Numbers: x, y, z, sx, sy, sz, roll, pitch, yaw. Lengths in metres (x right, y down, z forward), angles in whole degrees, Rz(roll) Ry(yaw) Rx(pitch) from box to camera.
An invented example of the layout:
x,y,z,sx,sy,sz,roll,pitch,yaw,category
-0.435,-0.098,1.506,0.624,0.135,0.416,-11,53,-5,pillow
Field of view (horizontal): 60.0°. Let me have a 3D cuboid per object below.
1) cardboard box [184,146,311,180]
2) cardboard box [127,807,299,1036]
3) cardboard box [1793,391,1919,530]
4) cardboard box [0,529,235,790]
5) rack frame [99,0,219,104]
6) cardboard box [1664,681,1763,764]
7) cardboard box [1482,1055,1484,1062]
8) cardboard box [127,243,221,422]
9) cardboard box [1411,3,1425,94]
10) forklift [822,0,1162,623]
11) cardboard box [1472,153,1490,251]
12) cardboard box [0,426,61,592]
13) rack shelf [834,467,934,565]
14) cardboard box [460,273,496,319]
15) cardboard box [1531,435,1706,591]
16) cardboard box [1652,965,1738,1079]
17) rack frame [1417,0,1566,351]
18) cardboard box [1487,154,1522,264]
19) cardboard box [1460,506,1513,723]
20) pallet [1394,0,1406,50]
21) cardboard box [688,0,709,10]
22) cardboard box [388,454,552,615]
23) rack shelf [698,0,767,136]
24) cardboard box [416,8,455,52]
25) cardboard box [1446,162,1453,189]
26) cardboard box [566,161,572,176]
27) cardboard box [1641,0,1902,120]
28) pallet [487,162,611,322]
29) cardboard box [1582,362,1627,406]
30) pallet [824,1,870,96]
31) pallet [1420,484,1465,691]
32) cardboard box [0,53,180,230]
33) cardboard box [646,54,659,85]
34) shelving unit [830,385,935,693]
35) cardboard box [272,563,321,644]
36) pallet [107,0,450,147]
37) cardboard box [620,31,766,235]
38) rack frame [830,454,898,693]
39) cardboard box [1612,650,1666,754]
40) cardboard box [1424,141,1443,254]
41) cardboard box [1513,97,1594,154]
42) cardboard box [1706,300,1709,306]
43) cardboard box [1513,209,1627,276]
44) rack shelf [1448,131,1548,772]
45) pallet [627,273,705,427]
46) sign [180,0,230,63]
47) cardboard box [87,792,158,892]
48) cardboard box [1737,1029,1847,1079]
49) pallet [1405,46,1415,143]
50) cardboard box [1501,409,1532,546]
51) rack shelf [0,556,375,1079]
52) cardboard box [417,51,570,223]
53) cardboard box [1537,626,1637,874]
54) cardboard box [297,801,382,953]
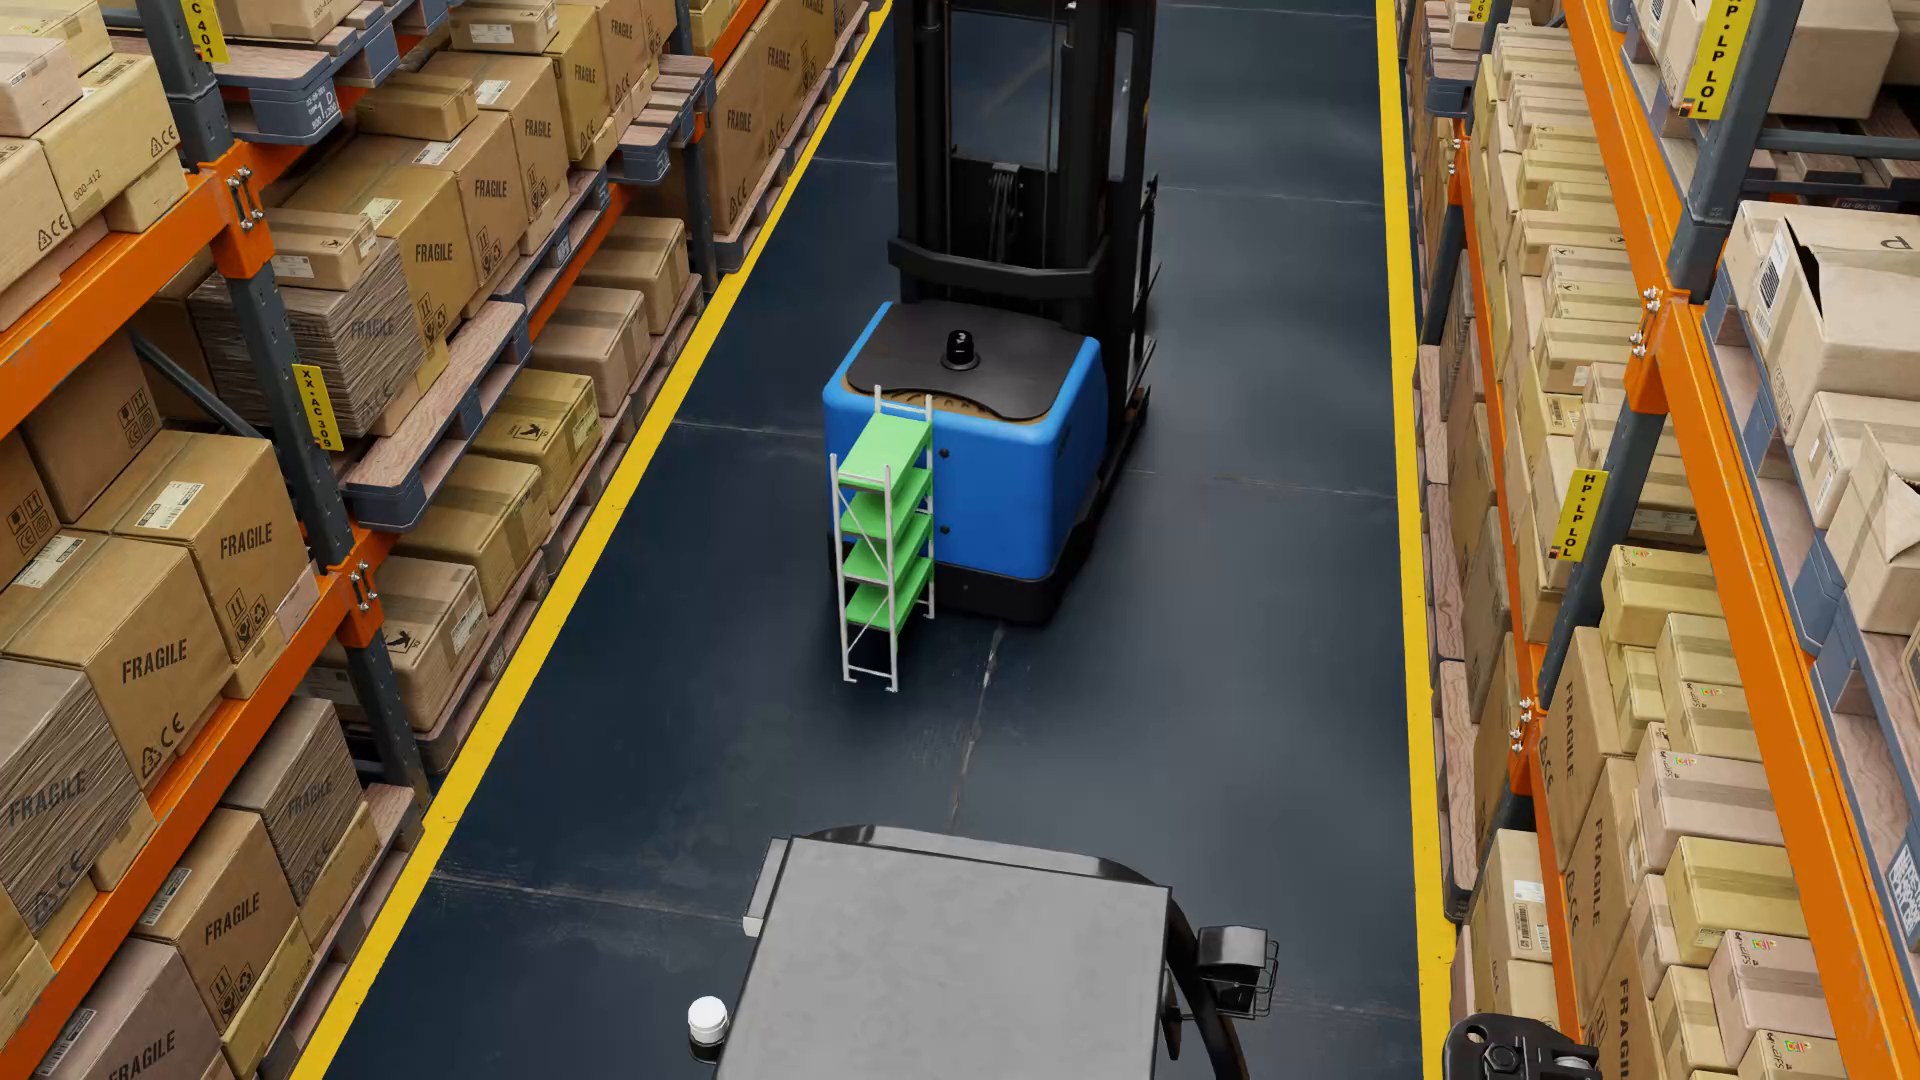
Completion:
x,y,z,sx,sy,sz,roll,pitch,yaw,category
-2.630,-1.457,6.104,0.380,0.149,0.250,5,40,6,cardboard box
-2.518,1.186,5.298,0.500,0.500,0.500,7,40,8,cardboard box
1.786,-0.127,3.082,0.380,0.149,0.250,8,40,9,cardboard box
-2.508,0.334,4.777,0.500,0.500,0.500,8,40,9,cardboard box
-2.593,-2.455,3.754,1.000,3.000,0.127,6,40,8,rack frame
1.957,0.501,4.066,0.380,0.149,0.250,6,40,7,cardboard box
1.823,1.693,4.881,0.500,0.250,0.500,6,40,7,cardboard box
-2.740,-0.773,5.787,0.500,0.500,0.500,6,40,7,cardboard box
3.293,-3.203,10.999,0.500,0.500,0.500,6,40,7,cardboard box
0.348,-1.713,7.619,1.130,2.935,3.031,12,41,14,forklift
2.579,-1.484,7.406,0.500,0.250,0.500,6,40,7,cardboard box
-2.993,-0.111,4.531,0.700,0.500,0.500,7,40,8,cardboard box
-0.304,-0.124,6.779,0.258,0.148,0.480,12,41,14,rack shelf
-2.075,-1.019,6.593,0.380,0.149,0.250,7,40,8,cardboard box
2.129,-0.069,5.302,0.500,0.250,0.500,6,40,7,cardboard box
1.732,1.084,3.594,0.380,0.149,0.250,5,40,6,cardboard box
2.988,-2.109,8.043,1.000,3.000,0.127,6,40,8,rack frame
2.475,-1.351,6.853,0.500,0.250,0.500,5,40,7,cardboard box
2.517,0.340,6.615,0.875,0.625,0.625,6,40,7,cardboard box
3.800,-3.975,12.489,1.003,0.211,1.213,6,40,8,pallet
-1.570,-3.079,8.943,0.500,0.250,0.500,6,40,7,cardboard box
-2.384,-0.073,7.314,0.950,0.372,0.625,9,40,10,cardboard box
-1.555,-3.631,10.450,1.077,0.370,4.000,6,40,8,rack shelf
-2.376,-2.050,7.331,0.500,0.500,0.500,7,40,8,cardboard box
2.824,-1.895,8.908,0.380,0.149,0.250,5,40,5,cardboard box
-1.954,-1.672,7.383,0.380,0.149,0.250,7,40,8,cardboard box
2.181,-1.401,4.496,0.500,0.311,0.500,5,40,6,cardboard box
-2.204,-1.333,7.255,1.003,0.211,1.213,6,40,8,pallet
2.257,-0.437,5.434,0.380,0.149,0.250,6,40,8,cardboard box
-1.268,-3.597,12.031,1.003,0.211,1.213,6,40,8,pallet
2.594,0.242,7.389,1.003,0.211,1.213,6,40,8,pallet
-2.405,-1.048,4.291,0.500,0.250,0.500,6,40,7,cardboard box
-1.701,-2.311,8.155,0.380,0.149,0.250,7,40,8,cardboard box
-0.304,0.012,6.891,0.258,1.200,0.503,12,41,14,shelving unit
-2.349,0.189,5.461,0.380,0.149,0.250,6,40,7,cardboard box
-2.382,-1.603,5.224,1.213,0.211,1.003,6,40,8,pallet
-1.700,-2.421,9.759,0.875,0.875,0.875,6,40,7,cardboard box
-0.380,0.159,6.712,0.240,1.200,0.015,12,41,14,rack frame
1.938,0.447,4.365,0.380,0.149,0.250,7,40,9,cardboard box
2.947,-1.909,9.434,0.500,0.500,0.500,6,40,7,cardboard box
2.546,-1.732,7.001,0.380,0.149,0.250,7,40,8,cardboard box
2.802,-0.719,5.775,0.380,0.149,0.250,6,40,8,cardboard box
2.298,-1.106,6.243,0.380,0.149,0.250,5,40,6,cardboard box
2.642,-0.576,6.754,1.077,0.370,4.000,6,40,8,rack shelf
-2.038,-1.089,8.998,1.003,0.211,1.213,6,40,8,pallet
-2.058,-1.444,4.479,0.100,0.325,0.005,6,40,8,sign
-2.521,0.827,4.690,0.380,0.149,0.250,6,40,7,cardboard box
1.778,1.142,3.291,0.380,0.149,0.250,7,40,8,cardboard box
3.577,-3.030,11.346,1.003,0.211,1.213,6,40,8,pallet
2.207,-0.202,5.854,0.500,0.250,0.500,6,40,7,cardboard box
-2.940,1.389,4.377,1.077,0.370,4.000,6,40,8,rack shelf
-1.966,-1.668,6.868,0.500,0.500,0.500,5,40,6,cardboard box
1.962,0.613,4.673,0.500,0.500,0.500,5,40,6,cardboard box
-2.431,1.155,5.924,0.500,0.250,0.500,8,40,10,cardboard box
